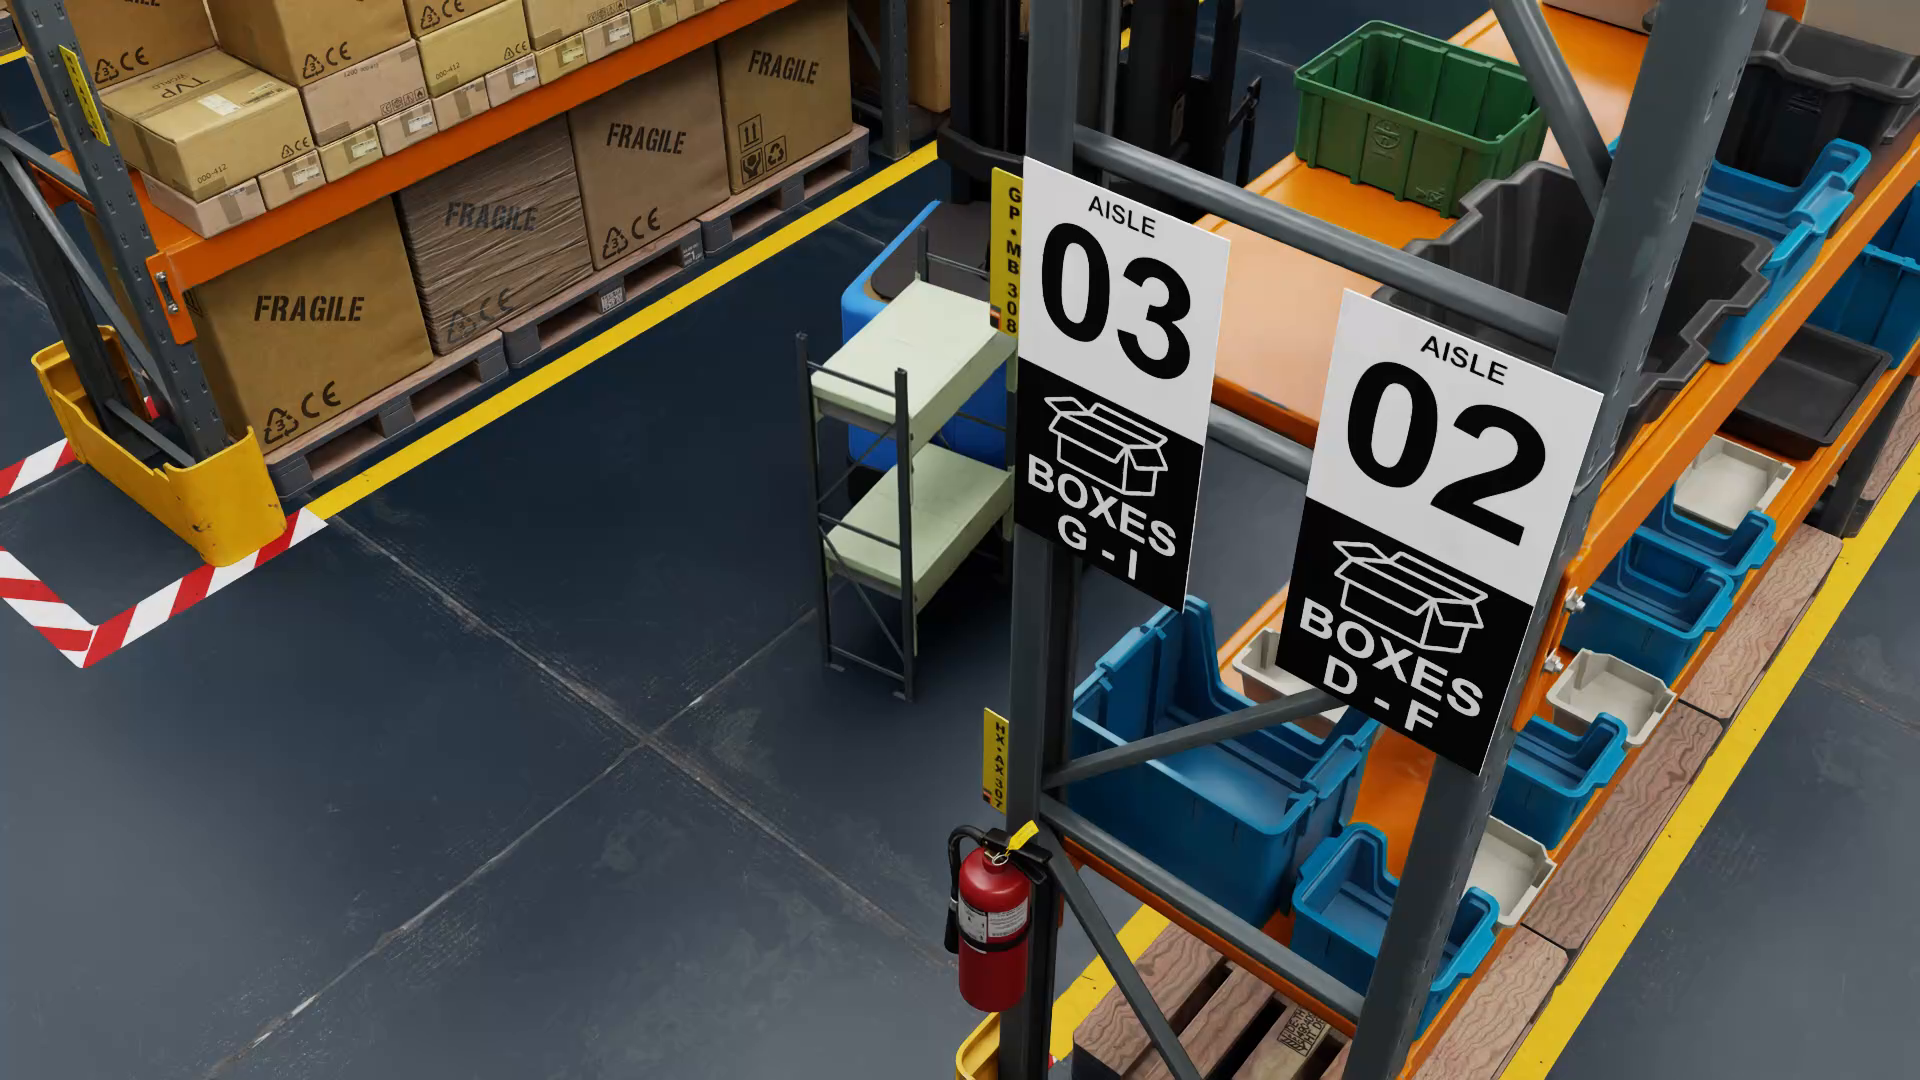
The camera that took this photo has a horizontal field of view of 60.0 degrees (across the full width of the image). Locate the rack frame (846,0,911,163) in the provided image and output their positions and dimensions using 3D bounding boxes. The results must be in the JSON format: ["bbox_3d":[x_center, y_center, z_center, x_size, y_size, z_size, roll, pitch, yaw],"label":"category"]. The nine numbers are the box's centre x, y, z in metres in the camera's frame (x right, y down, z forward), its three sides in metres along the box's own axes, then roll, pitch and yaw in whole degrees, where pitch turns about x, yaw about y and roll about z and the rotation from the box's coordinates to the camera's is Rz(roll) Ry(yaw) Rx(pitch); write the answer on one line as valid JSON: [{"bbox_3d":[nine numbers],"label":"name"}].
[{"bbox_3d":[-0.691,-3.395,8.254,1.000,3.000,0.127,29,50,28],"label":"rack frame"}]

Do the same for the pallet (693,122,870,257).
[{"bbox_3d":[-1.241,-2.006,8.799,1.003,0.211,1.213,29,50,28],"label":"pallet"}]

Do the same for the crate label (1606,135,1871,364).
[{"bbox_3d":[1.366,-0.581,3.040,0.408,0.251,0.502,29,50,28],"label":"crate label"}]

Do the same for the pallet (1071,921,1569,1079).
[{"bbox_3d":[1.086,1.433,5.017,1.003,0.211,1.213,29,50,28],"label":"pallet"}]

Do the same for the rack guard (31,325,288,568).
[{"bbox_3d":[-3.281,-0.398,6.816,1.175,0.500,0.348,29,50,28],"label":"rack guard"}]

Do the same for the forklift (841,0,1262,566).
[{"bbox_3d":[0.645,-1.941,6.706,1.130,2.935,3.031,18,45,19],"label":"forklift"}]

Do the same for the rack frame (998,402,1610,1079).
[{"bbox_3d":[0.525,0.809,3.630,1.000,3.000,0.127,29,50,28],"label":"rack frame"}]

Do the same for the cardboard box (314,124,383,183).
[{"bbox_3d":[-2.456,-1.547,6.408,0.380,0.149,0.250,28,49,28],"label":"cardboard box"}]

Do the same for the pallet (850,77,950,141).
[{"bbox_3d":[-0.252,-2.793,9.665,1.003,0.211,1.213,29,50,28],"label":"pallet"}]

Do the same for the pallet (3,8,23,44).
[{"bbox_3d":[-5.613,-3.571,10.520,1.003,0.211,1.213,29,50,28],"label":"pallet"}]

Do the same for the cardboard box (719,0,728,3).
[{"bbox_3d":[-1.133,-2.606,7.573,0.380,0.149,0.250,30,50,29],"label":"cardboard box"}]

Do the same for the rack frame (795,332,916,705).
[{"bbox_3d":[-0.339,-0.026,5.664,0.400,1.500,0.023,21,46,22],"label":"rack frame"}]

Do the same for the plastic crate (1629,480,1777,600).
[{"bbox_3d":[1.977,0.032,4.565,0.416,0.233,0.300,29,50,28],"label":"plastic crate"}]

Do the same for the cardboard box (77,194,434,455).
[{"bbox_3d":[-2.915,-1.069,6.963,0.875,0.875,0.875,29,50,28],"label":"cardboard box"}]

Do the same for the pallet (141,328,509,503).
[{"bbox_3d":[-2.811,-0.749,7.417,1.003,0.211,1.213,29,50,28],"label":"pallet"}]

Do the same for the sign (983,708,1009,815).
[{"bbox_3d":[0.094,0.519,3.828,0.100,0.325,0.005,29,50,28],"label":"sign"}]

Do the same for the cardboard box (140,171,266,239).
[{"bbox_3d":[-2.785,-1.282,6.117,0.380,0.149,0.250,30,50,29],"label":"cardboard box"}]

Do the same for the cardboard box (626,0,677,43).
[{"bbox_3d":[-1.464,-2.341,7.282,0.380,0.149,0.250,29,50,28],"label":"cardboard box"}]

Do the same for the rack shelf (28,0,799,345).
[{"bbox_3d":[-1.978,-2.099,7.363,1.077,0.370,4.000,29,50,28],"label":"rack shelf"}]

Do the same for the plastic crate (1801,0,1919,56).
[{"bbox_3d":[2.188,-1.264,3.769,0.437,0.282,0.530,29,50,28],"label":"plastic crate"}]

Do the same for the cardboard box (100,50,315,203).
[{"bbox_3d":[-2.750,-1.520,6.083,0.500,0.250,0.500,28,49,27],"label":"cardboard box"}]

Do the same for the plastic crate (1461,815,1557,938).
[{"bbox_3d":[1.206,0.771,3.824,0.250,0.136,0.298,29,50,28],"label":"plastic crate"}]

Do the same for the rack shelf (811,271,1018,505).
[{"bbox_3d":[-0.155,-0.527,5.635,0.431,0.370,0.720,21,46,22],"label":"rack shelf"}]

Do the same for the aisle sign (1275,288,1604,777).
[{"bbox_3d":[0.706,0.013,2.574,0.394,0.787,0.004,29,50,28],"label":"aisle sign"}]

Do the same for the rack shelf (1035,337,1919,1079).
[{"bbox_3d":[1.813,0.045,5.005,1.077,0.370,4.000,29,50,28],"label":"rack shelf"}]

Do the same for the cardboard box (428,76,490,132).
[{"bbox_3d":[-2.125,-1.812,6.700,0.380,0.149,0.250,29,49,28],"label":"cardboard box"}]

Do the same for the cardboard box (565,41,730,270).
[{"bbox_3d":[-1.756,-1.996,7.982,0.875,0.875,0.875,29,50,28],"label":"cardboard box"}]

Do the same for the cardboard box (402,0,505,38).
[{"bbox_3d":[-2.099,-2.324,6.410,0.500,0.500,0.500,28,49,27],"label":"cardboard box"}]

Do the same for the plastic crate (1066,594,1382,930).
[{"bbox_3d":[0.598,0.521,3.877,0.616,0.435,0.499,29,50,28],"label":"plastic crate"}]

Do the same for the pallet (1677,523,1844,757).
[{"bbox_3d":[2.656,0.177,6.399,1.003,0.211,1.213,29,50,28],"label":"pallet"}]

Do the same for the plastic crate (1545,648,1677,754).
[{"bbox_3d":[1.643,0.421,4.208,0.250,0.136,0.298,29,50,28],"label":"plastic crate"}]

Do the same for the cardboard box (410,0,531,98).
[{"bbox_3d":[-2.094,-2.048,6.663,0.500,0.250,0.500,28,49,27],"label":"cardboard box"}]

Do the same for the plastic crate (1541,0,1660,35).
[{"bbox_3d":[1.665,-1.375,3.998,0.437,0.136,0.530,29,50,28],"label":"plastic crate"}]

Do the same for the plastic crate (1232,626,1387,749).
[{"bbox_3d":[0.912,0.386,4.247,0.396,0.136,0.243,29,50,28],"label":"plastic crate"}]

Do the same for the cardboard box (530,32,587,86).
[{"bbox_3d":[-1.796,-2.075,6.989,0.380,0.149,0.250,28,49,27],"label":"cardboard box"}]

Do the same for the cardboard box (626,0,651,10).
[{"bbox_3d":[-1.434,-2.578,7.246,0.500,0.250,0.500,31,50,29],"label":"cardboard box"}]

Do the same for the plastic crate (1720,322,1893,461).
[{"bbox_3d":[2.585,-0.478,5.206,0.437,0.125,0.590,29,50,28],"label":"plastic crate"}]

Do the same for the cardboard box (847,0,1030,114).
[{"bbox_3d":[-0.295,-3.102,9.200,1.225,0.875,0.875,30,50,29],"label":"cardboard box"}]

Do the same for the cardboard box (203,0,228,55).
[{"bbox_3d":[-2.830,-2.015,6.627,0.500,0.250,0.500,29,50,28],"label":"cardboard box"}]

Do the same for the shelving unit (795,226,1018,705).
[{"bbox_3d":[-0.155,-0.239,5.898,0.431,1.500,0.755,21,46,22],"label":"shelving unit"}]
